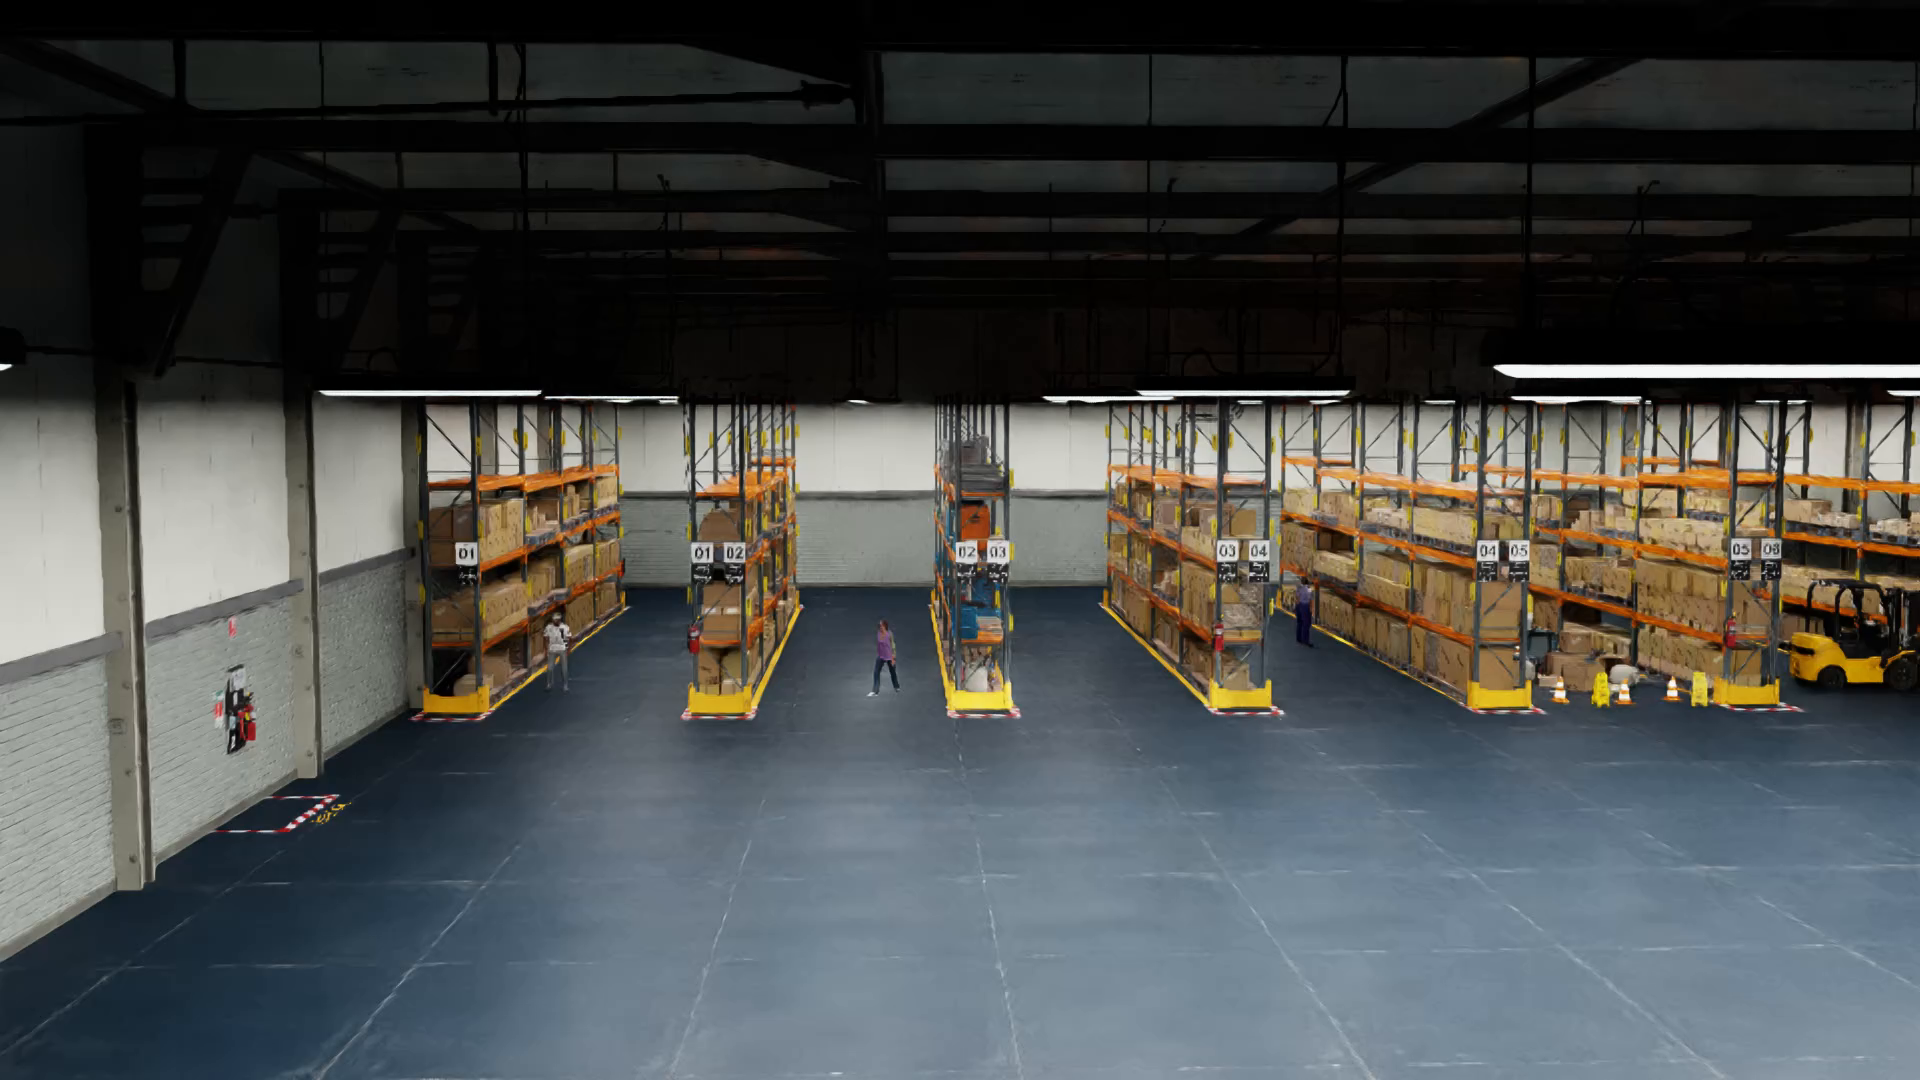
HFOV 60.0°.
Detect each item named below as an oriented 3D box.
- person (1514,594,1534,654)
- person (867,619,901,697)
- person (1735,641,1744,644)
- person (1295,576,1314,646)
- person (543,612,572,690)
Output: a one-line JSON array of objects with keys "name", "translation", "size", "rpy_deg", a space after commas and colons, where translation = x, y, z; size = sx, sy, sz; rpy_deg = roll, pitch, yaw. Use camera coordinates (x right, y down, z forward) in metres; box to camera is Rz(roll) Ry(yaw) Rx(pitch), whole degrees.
[{"name": "person", "translation": [12.881, 1.836, 38.064], "size": [0.551, 1.657, 0.592], "rpy_deg": [2, 5, 26]}, {"name": "person", "translation": [-1.474, 2.318, 32.879], "size": [0.458, 1.543, 0.885], "rpy_deg": [2, 5, 22]}, {"name": "person", "translation": [18.397, 1.637, 39.719], "size": [0.637, 1.773, 0.673], "rpy_deg": [2, 5, 20]}, {"name": "person", "translation": [8.301, 1.690, 39.966], "size": [0.429, 1.653, 0.530], "rpy_deg": [-3, 6, -34]}, {"name": "person", "translation": [-8.114, 2.232, 33.530], "size": [0.592, 1.630, 0.526], "rpy_deg": [0, 5, -6]}]
